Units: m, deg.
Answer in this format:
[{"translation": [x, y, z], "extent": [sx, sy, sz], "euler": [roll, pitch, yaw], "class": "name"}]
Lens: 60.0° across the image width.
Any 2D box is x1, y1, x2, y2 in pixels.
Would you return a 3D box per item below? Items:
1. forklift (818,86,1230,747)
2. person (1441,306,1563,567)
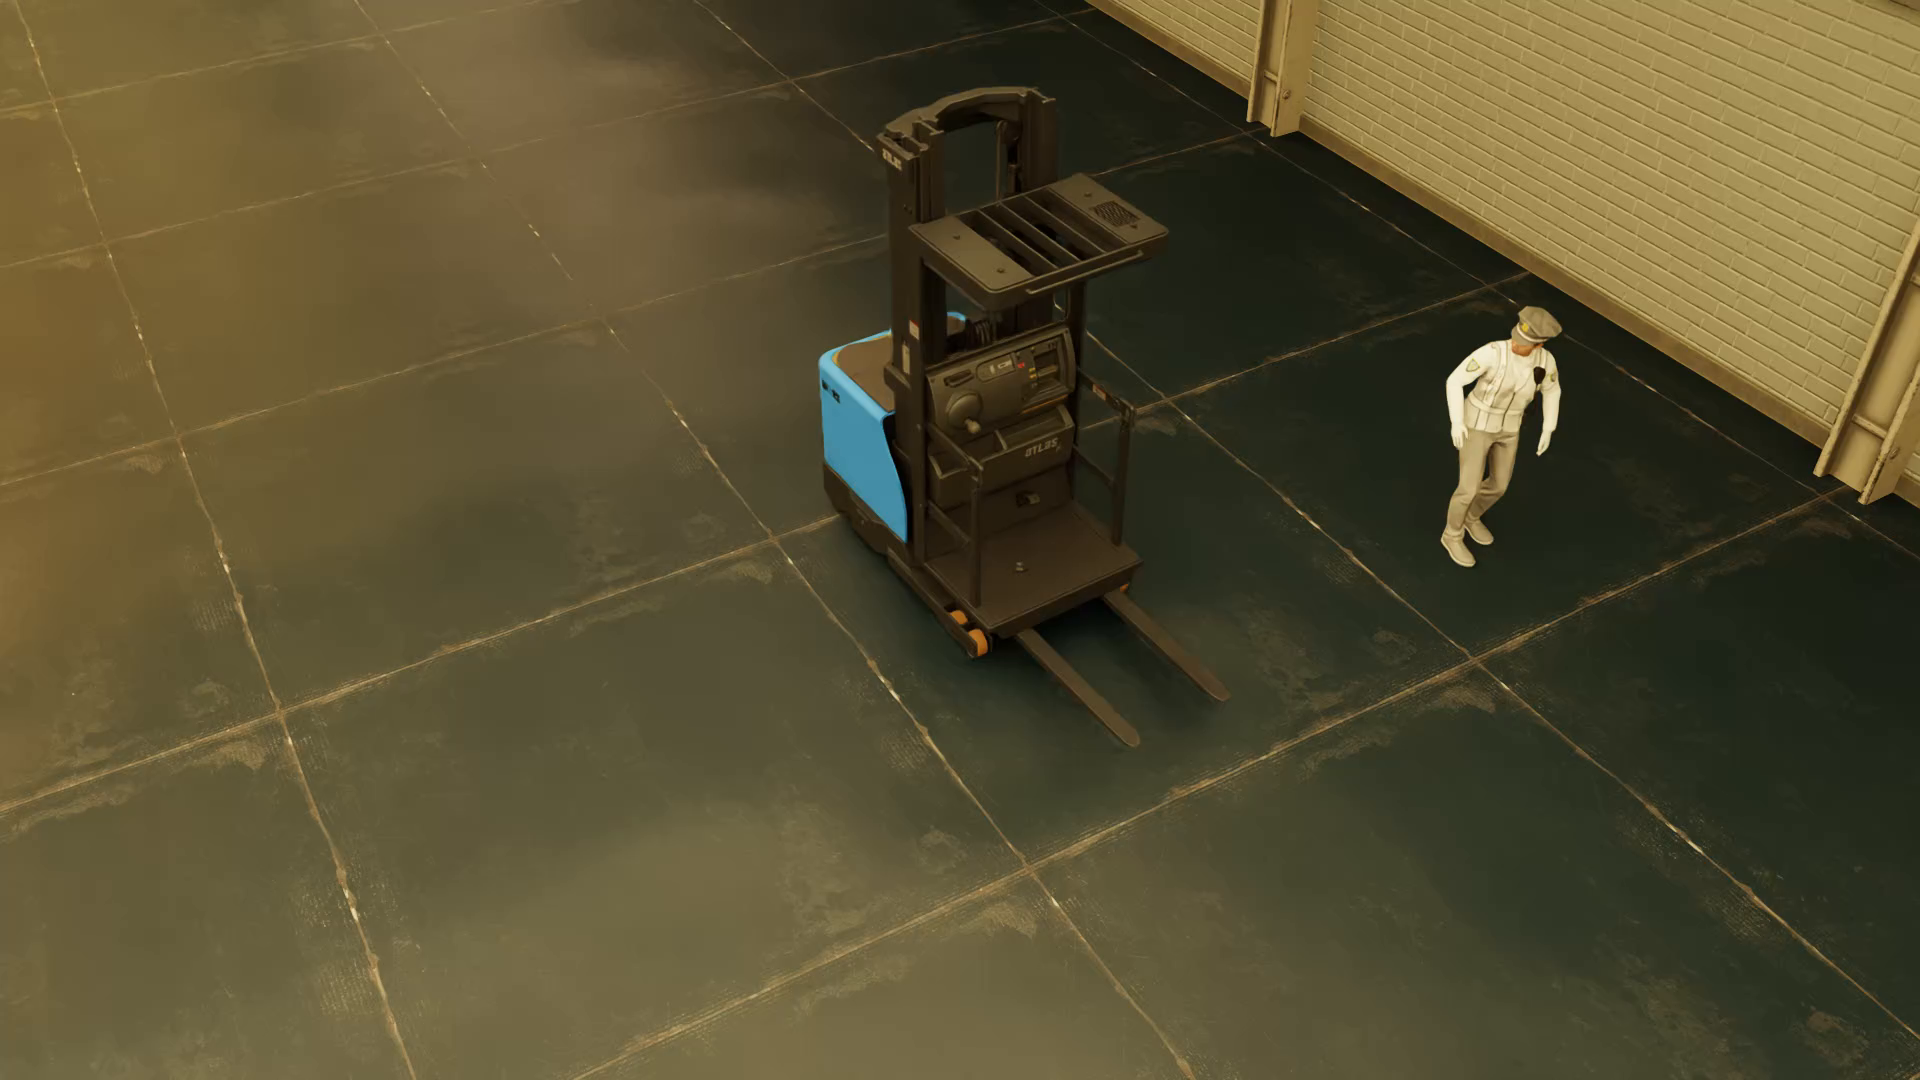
[{"translation": [0.355, -0.802, 9.003], "extent": [1.130, 2.935, 3.031], "euler": [-23, 45, -25], "class": "forklift"}, {"translation": [3.199, -0.622, 9.796], "extent": [0.684, 1.651, 0.468], "euler": [-7, 40, -9], "class": "person"}]
